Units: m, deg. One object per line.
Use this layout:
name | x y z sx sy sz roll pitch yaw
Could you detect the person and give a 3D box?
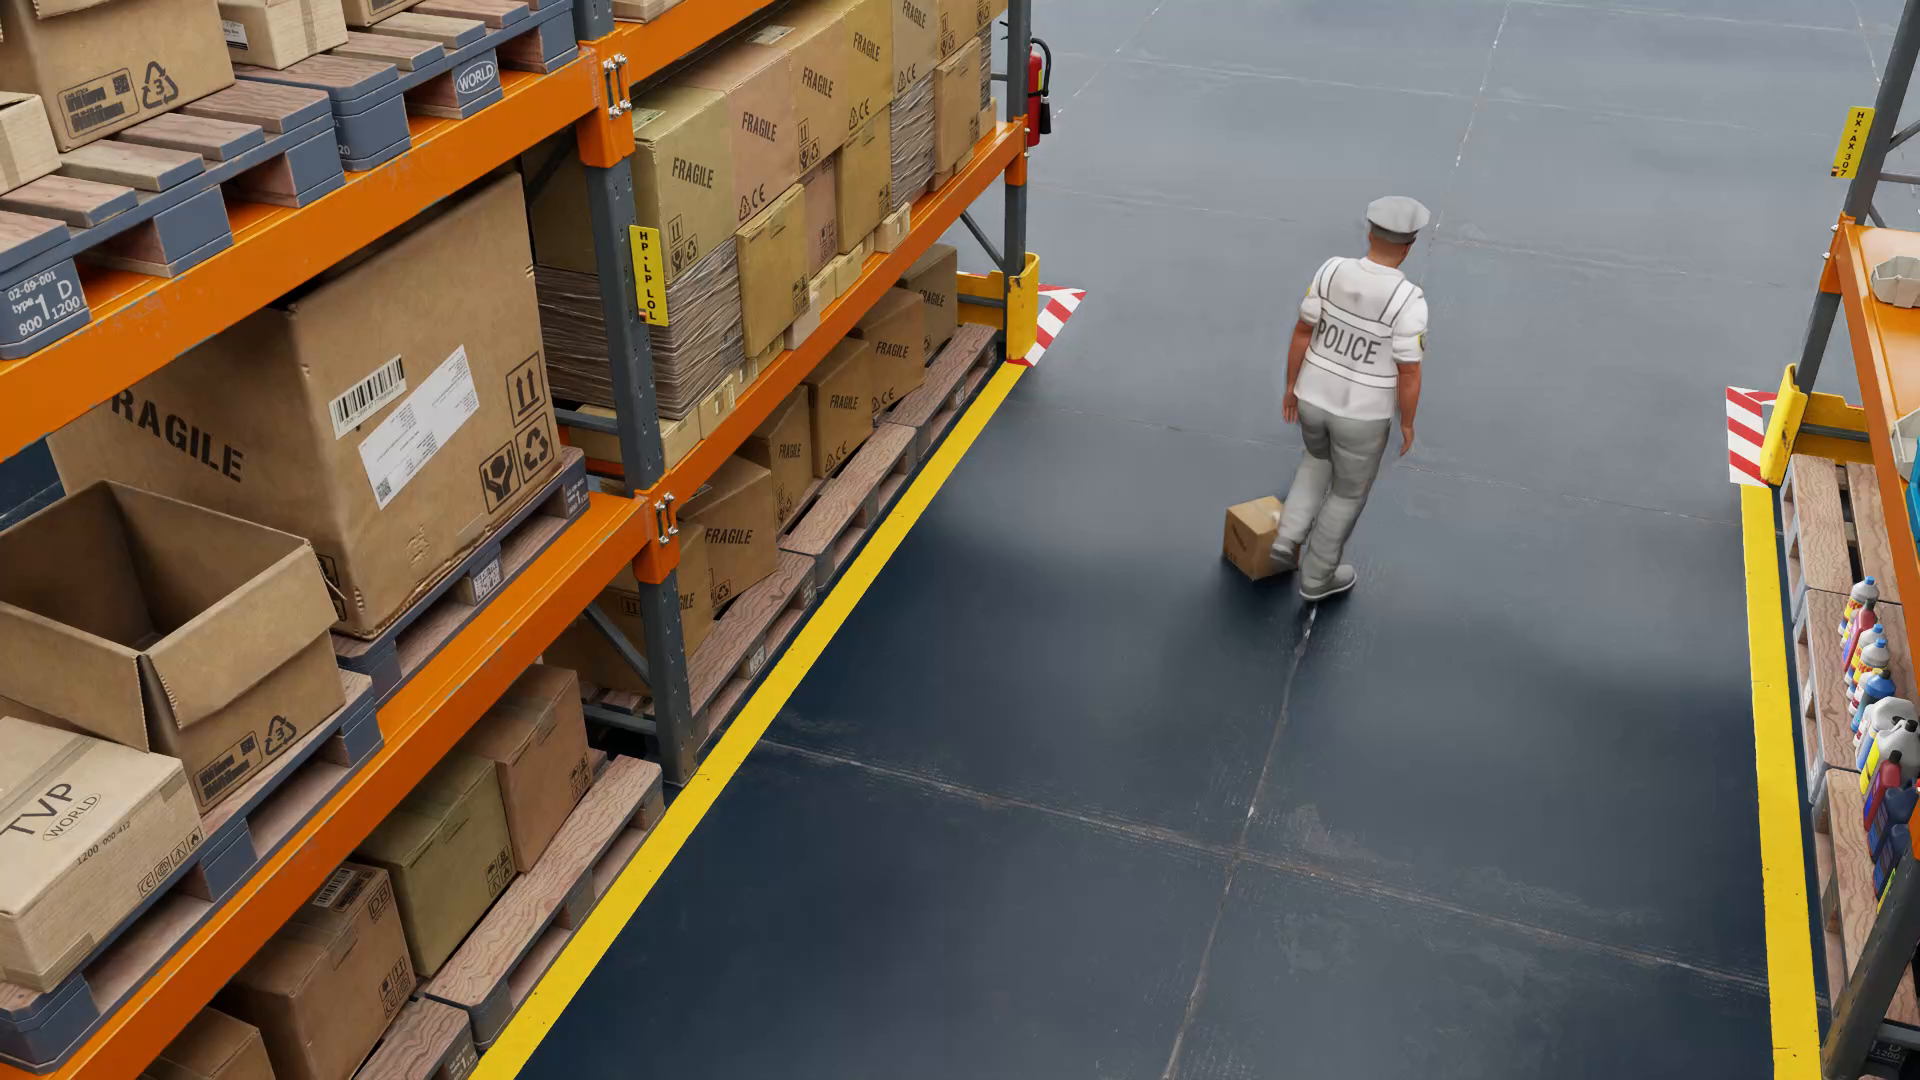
person | 1.620 -0.550 6.962 0.463 1.761 0.559 -26 41 -34
